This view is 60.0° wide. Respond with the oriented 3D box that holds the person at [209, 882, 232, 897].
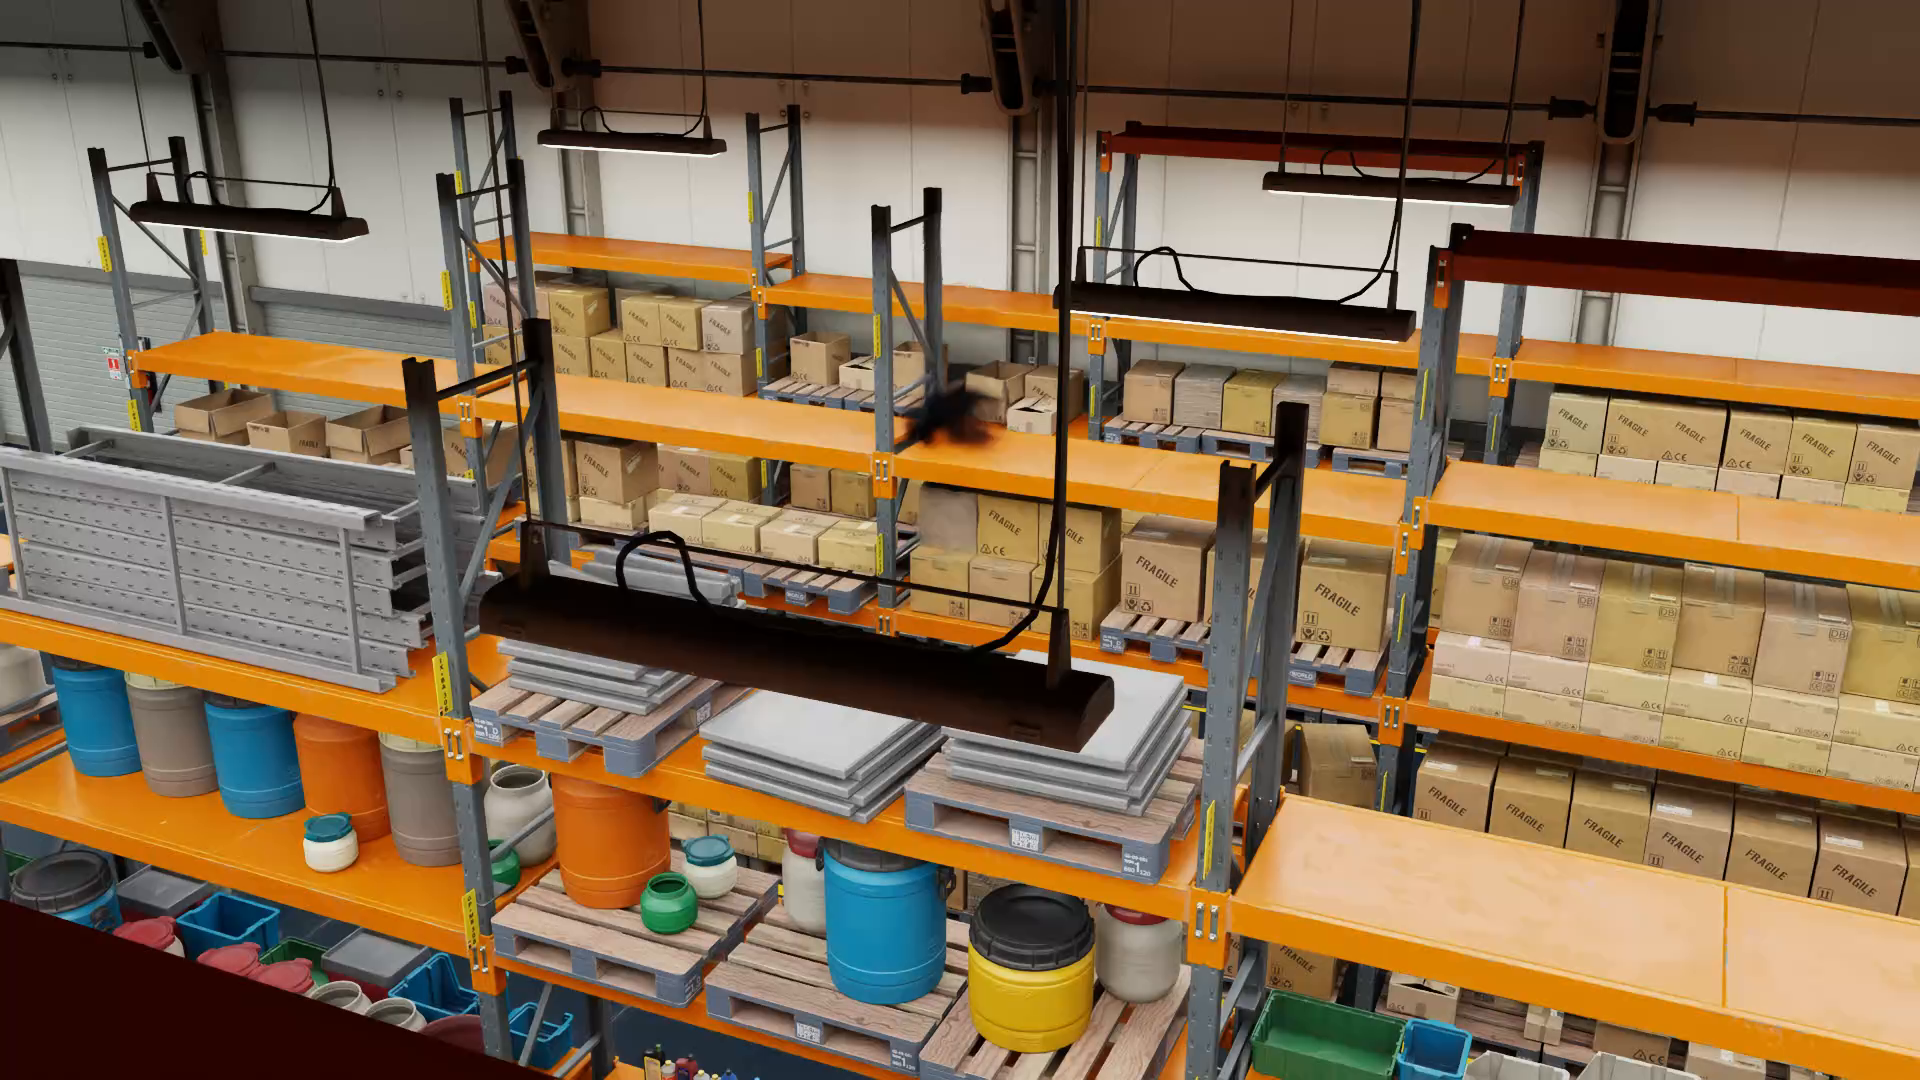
[{"bbox_3d":[-6.057,2.602,13.239,0.833,1.780,0.715,7,22,18],"label":"person"}]
